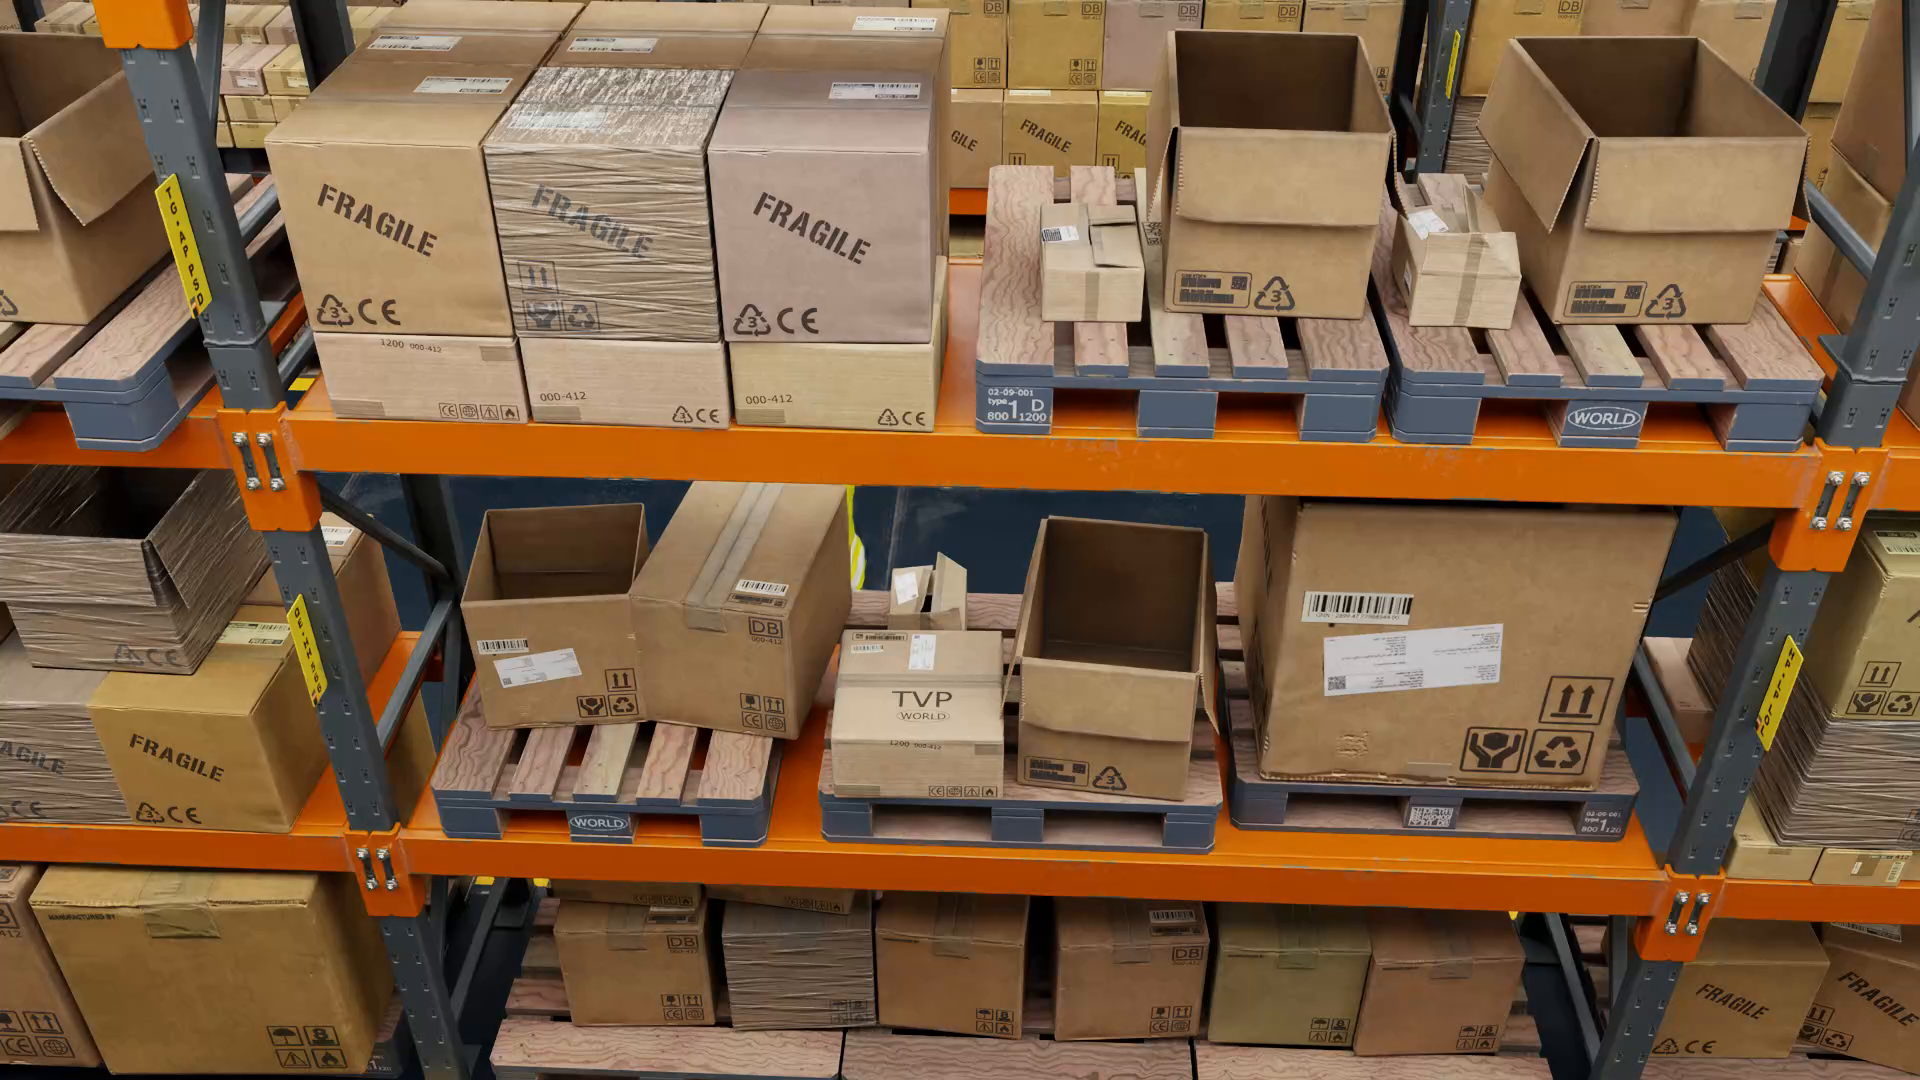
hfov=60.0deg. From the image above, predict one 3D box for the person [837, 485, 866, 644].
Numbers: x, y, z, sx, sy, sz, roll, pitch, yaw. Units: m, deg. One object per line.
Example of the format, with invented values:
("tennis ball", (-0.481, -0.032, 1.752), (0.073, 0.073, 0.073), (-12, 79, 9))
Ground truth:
("person", (-0.665, 0.167, 6.857), (0.922, 1.727, 0.582), (3, 36, 5))
